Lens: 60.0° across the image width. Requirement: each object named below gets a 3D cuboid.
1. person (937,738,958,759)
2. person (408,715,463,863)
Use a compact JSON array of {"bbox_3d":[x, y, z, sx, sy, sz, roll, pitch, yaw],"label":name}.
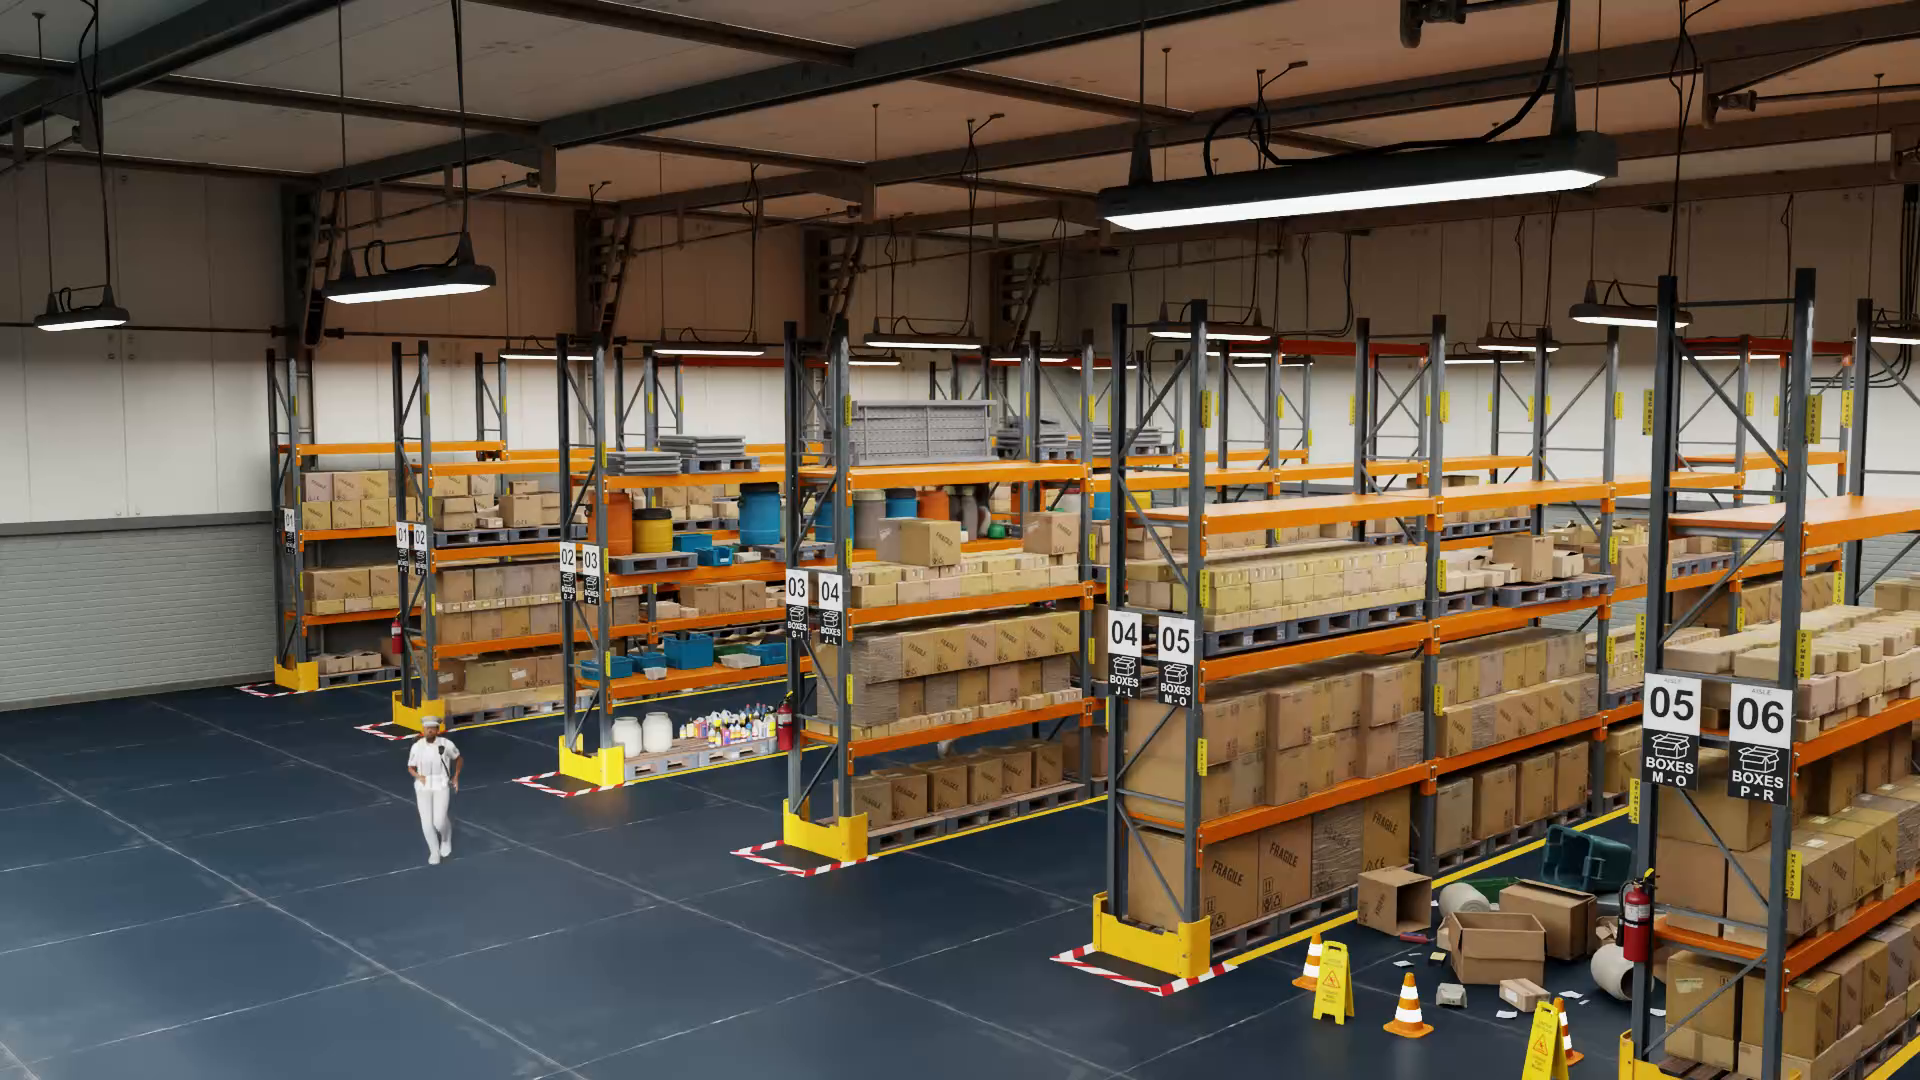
[{"bbox_3d":[-0.177,2.387,21.989,0.647,1.735,0.602,4,6,39],"label":"person"},{"bbox_3d":[-5.792,2.749,18.310,0.560,1.662,0.578,-1,5,-8],"label":"person"}]
